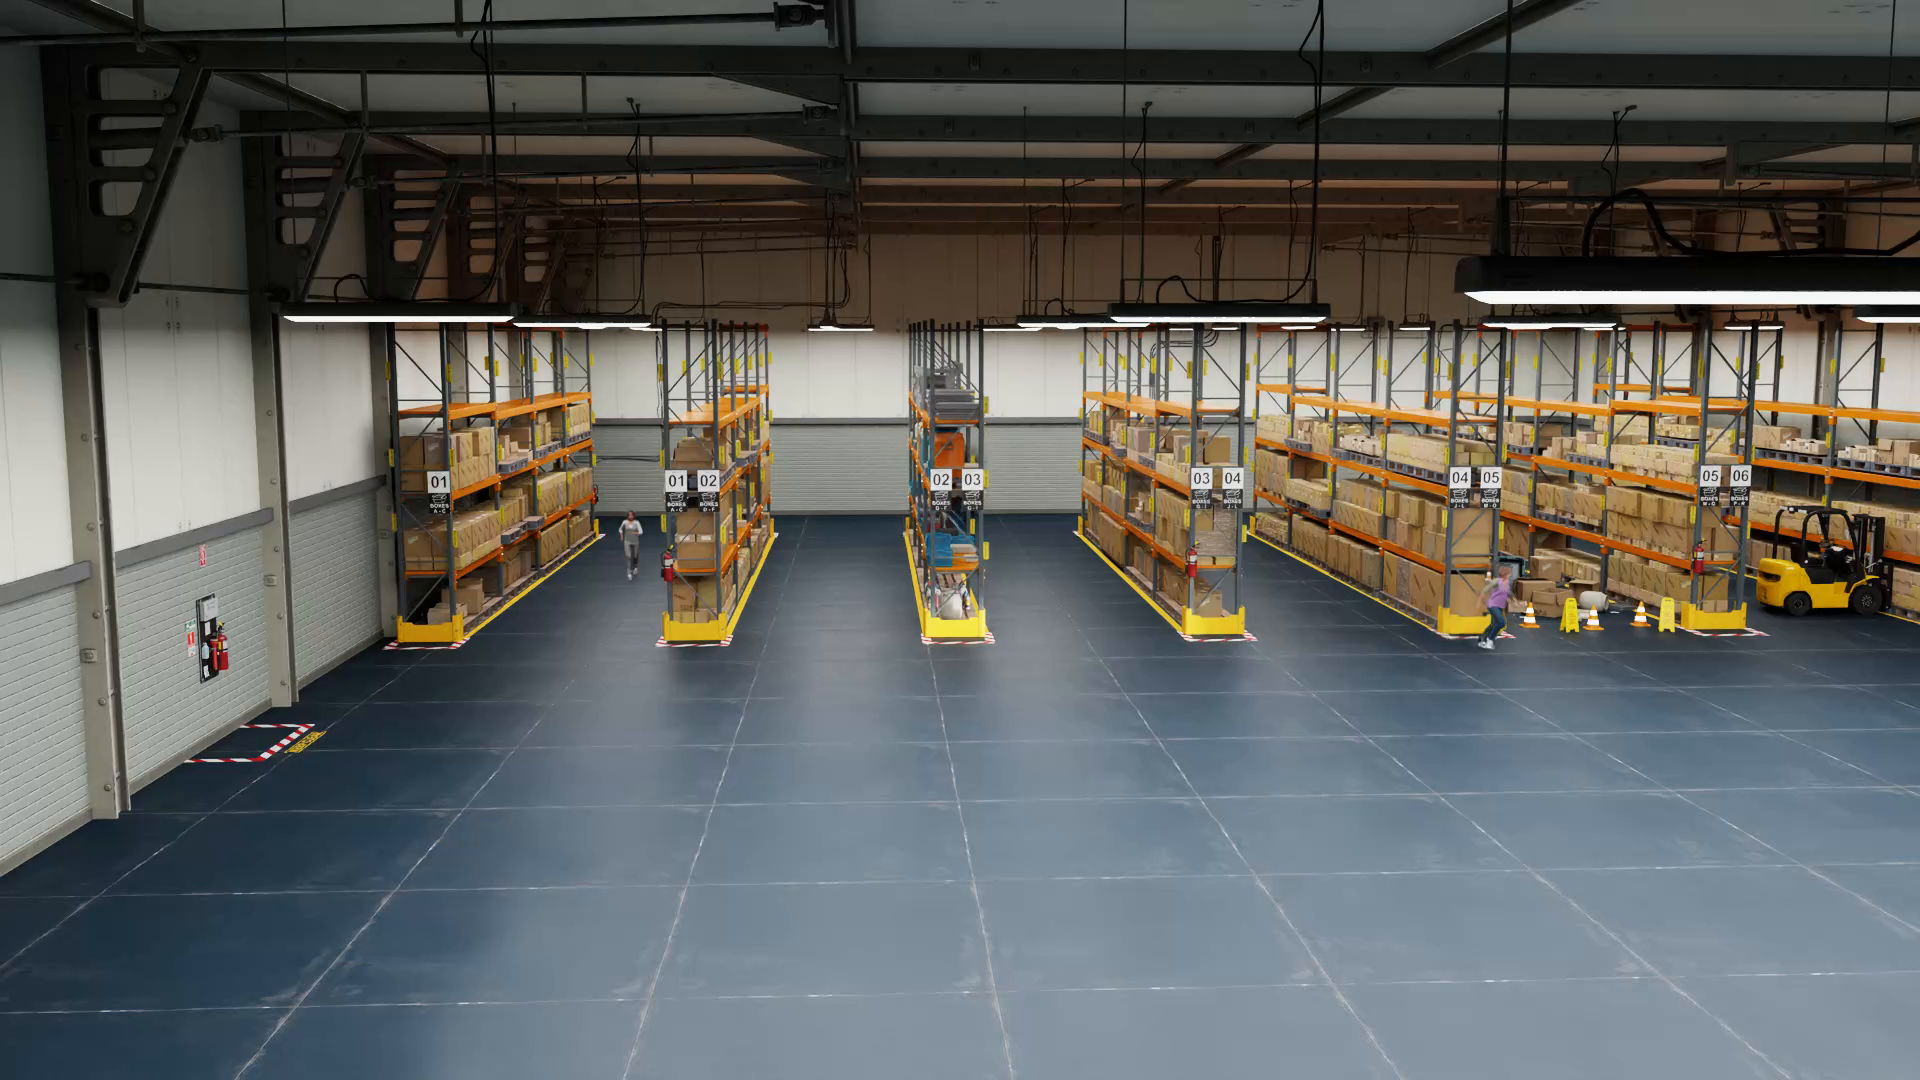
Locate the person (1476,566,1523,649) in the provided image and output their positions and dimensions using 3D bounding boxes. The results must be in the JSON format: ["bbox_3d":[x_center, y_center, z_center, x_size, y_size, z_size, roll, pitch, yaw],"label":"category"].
[{"bbox_3d":[9.779,1.228,30.152,0.520,1.536,0.775,-6,9,-39],"label":"person"}]

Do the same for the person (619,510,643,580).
[{"bbox_3d":[-7.710,0.095,38.993,0.543,1.592,0.888,-1,7,-11],"label":"person"}]
